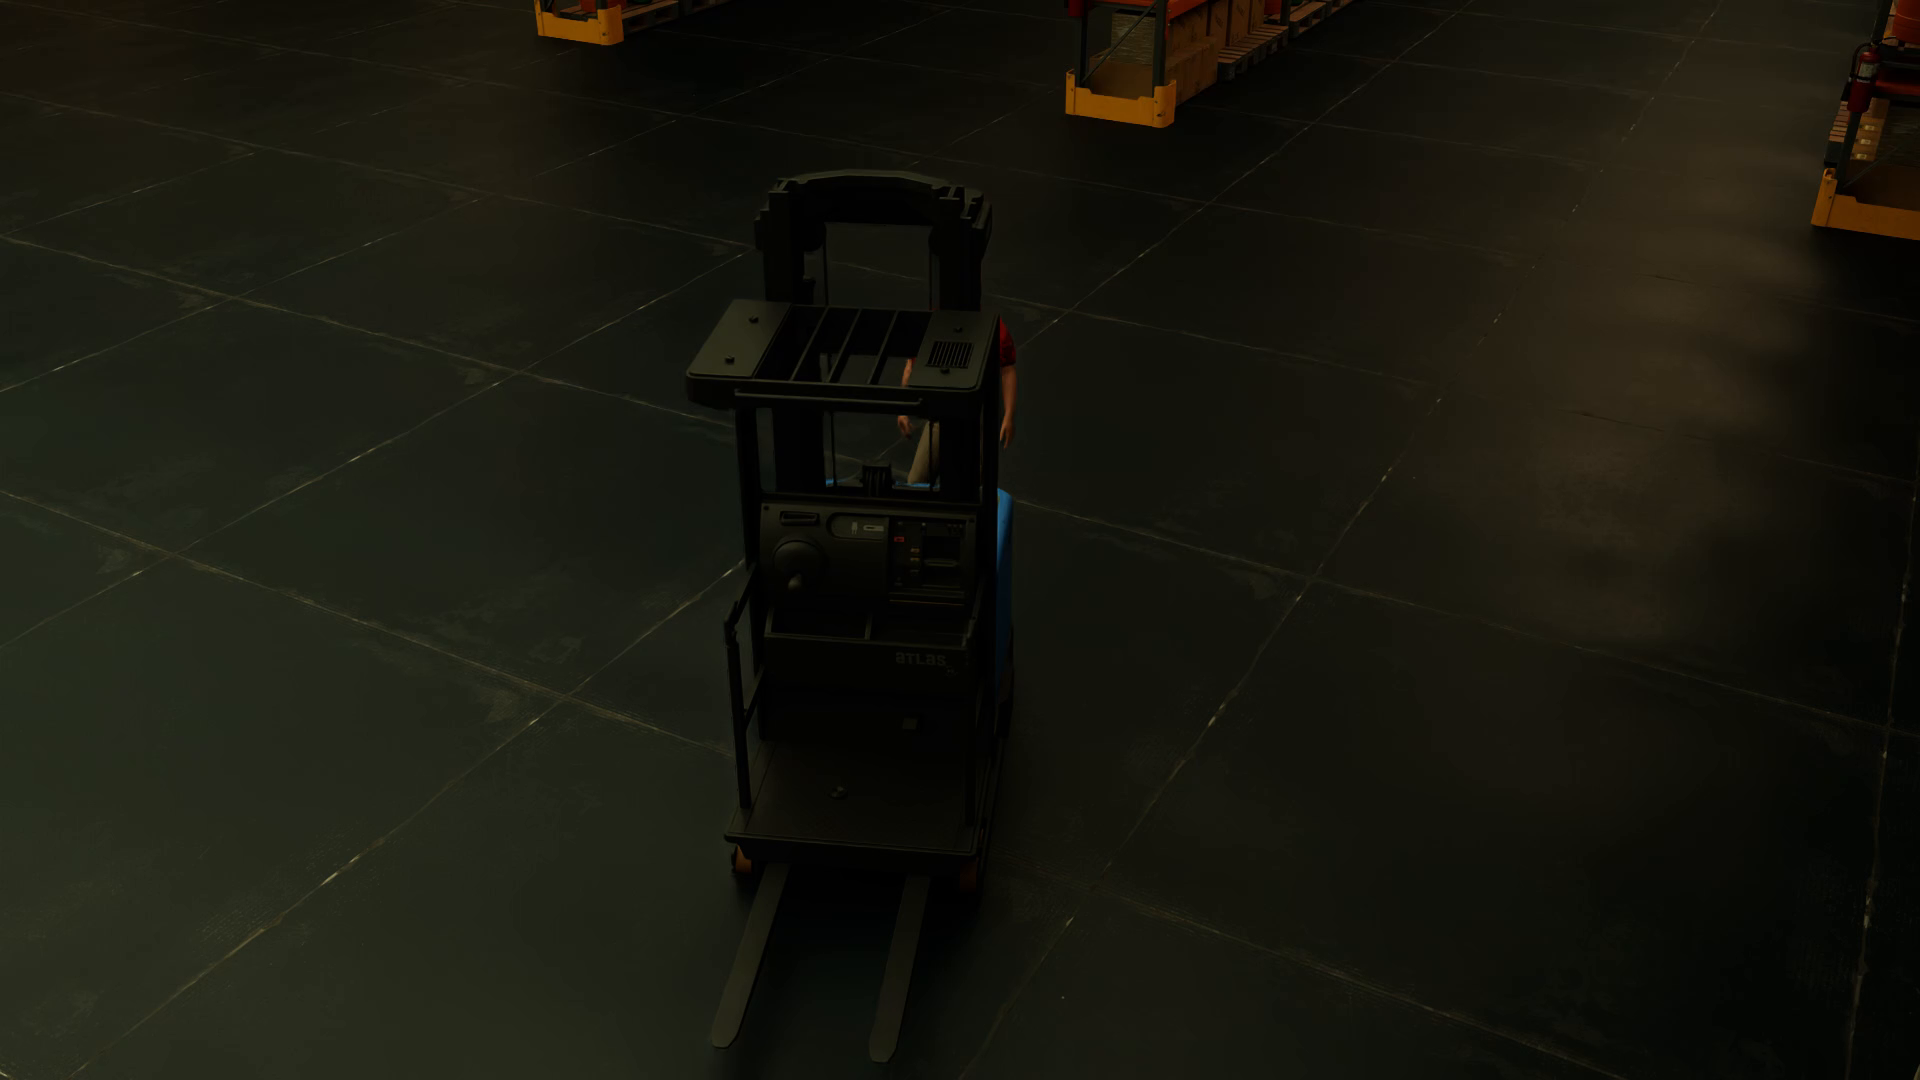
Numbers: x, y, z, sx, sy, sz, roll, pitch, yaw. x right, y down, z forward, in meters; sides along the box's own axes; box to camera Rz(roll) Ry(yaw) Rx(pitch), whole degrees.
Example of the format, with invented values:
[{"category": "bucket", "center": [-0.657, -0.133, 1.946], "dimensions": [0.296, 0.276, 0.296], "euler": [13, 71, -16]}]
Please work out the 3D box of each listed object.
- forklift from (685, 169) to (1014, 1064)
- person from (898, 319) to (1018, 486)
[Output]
[{"category": "forklift", "center": [-0.416, 0.099, 6.900], "dimensions": [1.130, 2.935, 3.031], "euler": [4, 30, 6]}, {"category": "person", "center": [-0.034, -0.667, 9.480], "dimensions": [0.713, 1.712, 0.502], "euler": [6, 31, 10]}]
